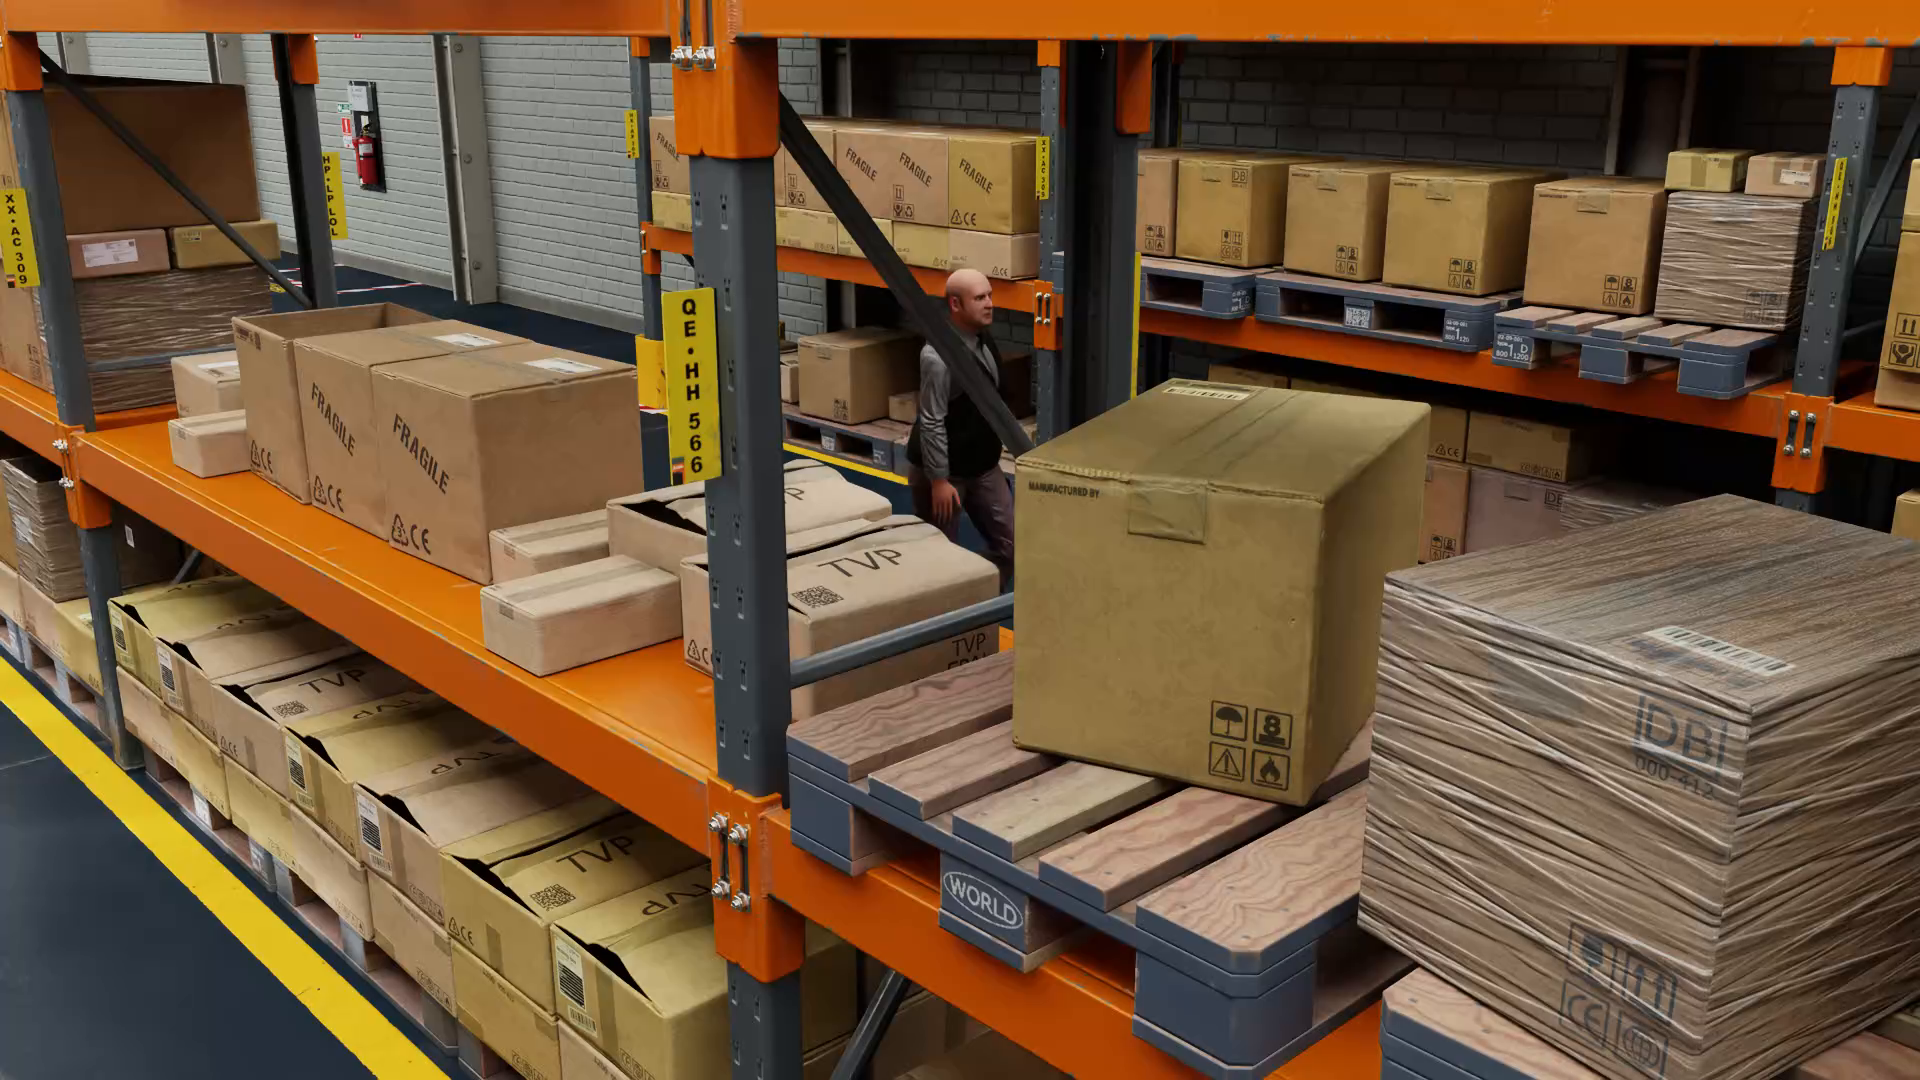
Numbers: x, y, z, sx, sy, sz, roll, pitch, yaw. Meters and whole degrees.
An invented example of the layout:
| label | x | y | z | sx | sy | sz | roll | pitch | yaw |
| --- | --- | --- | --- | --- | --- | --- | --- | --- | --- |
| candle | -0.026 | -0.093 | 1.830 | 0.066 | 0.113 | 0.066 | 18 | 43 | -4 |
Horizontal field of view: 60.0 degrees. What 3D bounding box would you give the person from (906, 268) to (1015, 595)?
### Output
| label | x | y | z | sx | sy | sz | roll | pitch | yaw |
| --- | --- | --- | --- | --- | --- | --- | --- | --- | --- |
| person | -0.044 | -0.282 | 6.986 | 0.551 | 1.728 | 0.563 | 10 | 20 | 29 |
